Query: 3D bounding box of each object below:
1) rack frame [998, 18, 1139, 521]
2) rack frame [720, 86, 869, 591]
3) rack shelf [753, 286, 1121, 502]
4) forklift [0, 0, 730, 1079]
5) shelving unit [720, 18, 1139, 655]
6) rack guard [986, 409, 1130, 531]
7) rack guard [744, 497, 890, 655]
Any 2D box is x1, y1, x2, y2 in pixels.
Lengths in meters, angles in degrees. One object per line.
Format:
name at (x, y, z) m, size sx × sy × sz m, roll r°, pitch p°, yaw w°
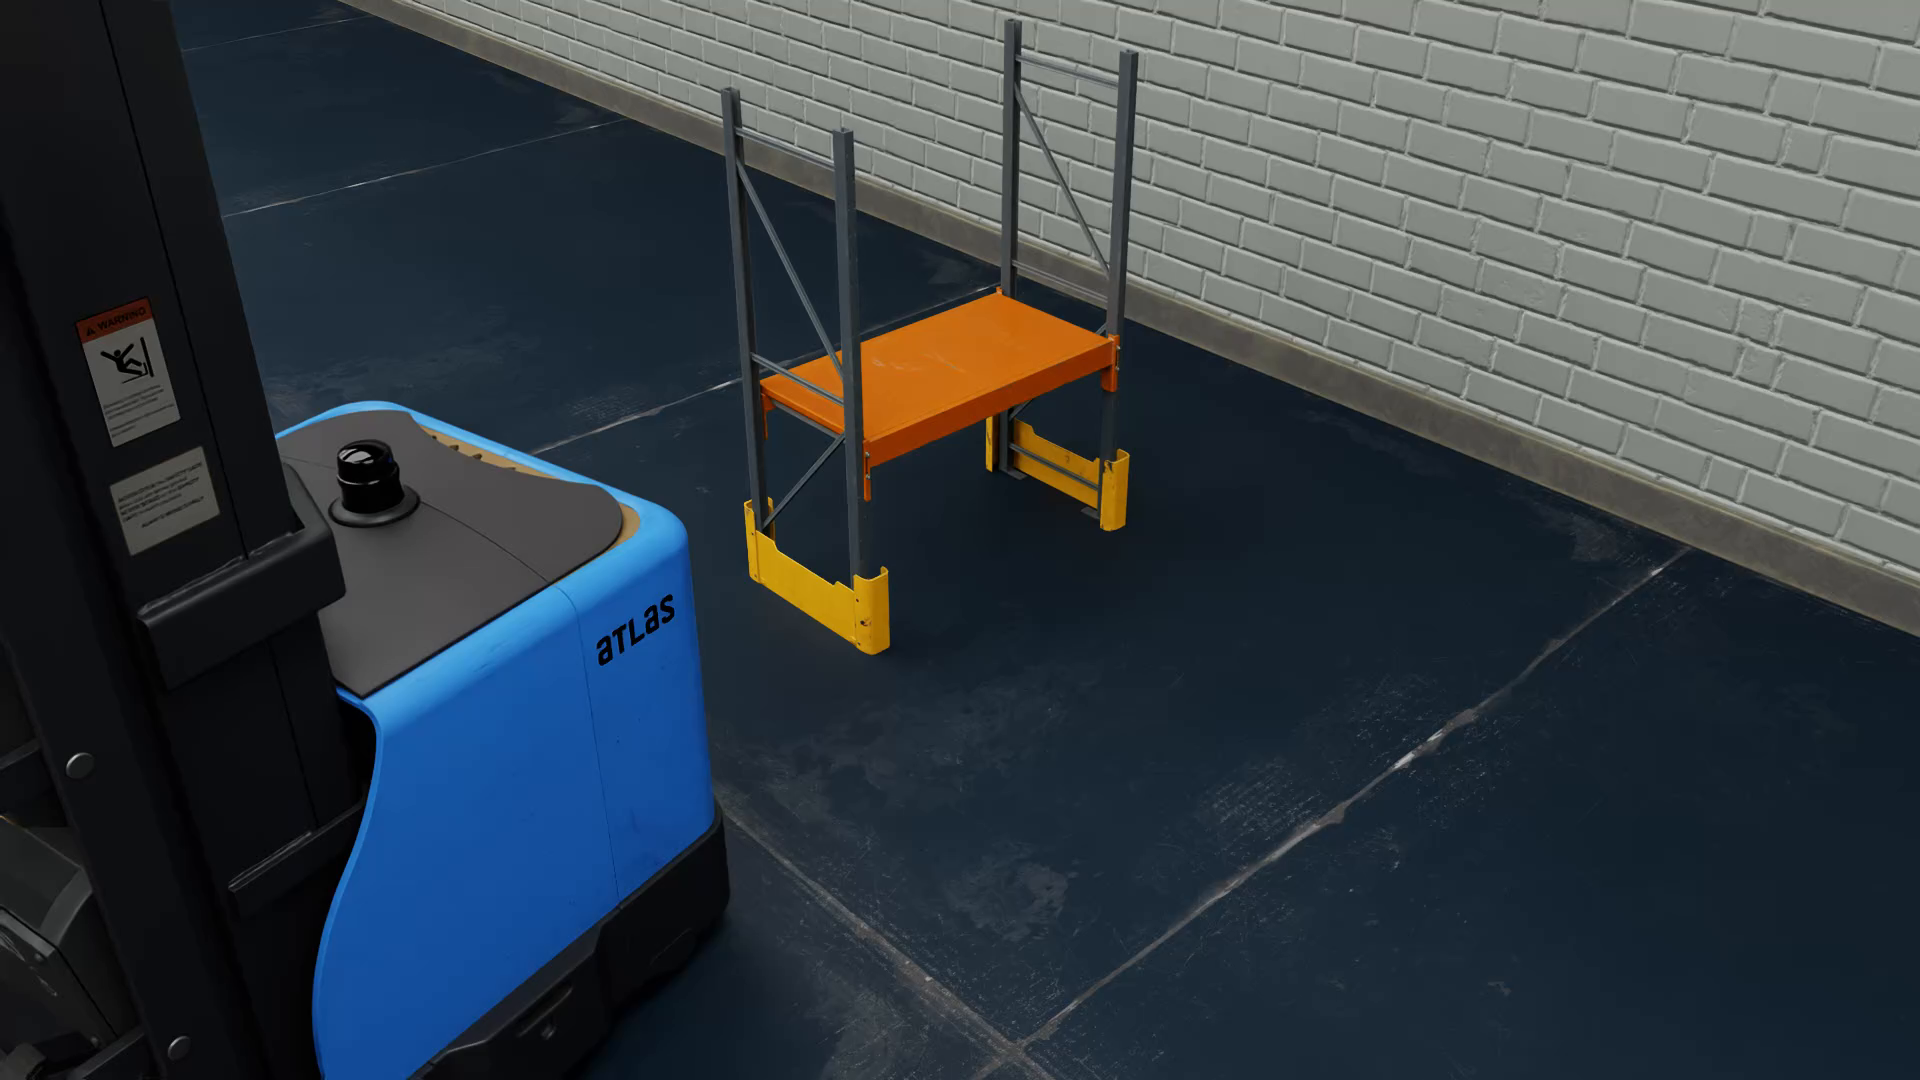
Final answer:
rack frame at (0.310, -0.790, 5.104) m, size 0.032 × 1.500 × 0.500 m, roll -26°, pitch 40°, yaw -35°
rack frame at (-0.435, -0.429, 4.514) m, size 0.032 × 1.500 × 0.500 m, roll -26°, pitch 40°, yaw -35°
rack shelf at (-0.063, -0.456, 4.903) m, size 1.000 × 0.185 × 0.538 m, roll -26°, pitch 40°, yaw -35°
forklift at (-1.771, 0.107, 2.266) m, size 1.130 × 2.935 × 3.031 m, roll 20°, pitch 37°, yaw 29°
shelving unit at (-0.056, -0.613, 4.815) m, size 1.083 × 1.500 × 0.587 m, roll -26°, pitch 40°, yaw -35°
rack guard at (0.309, -0.256, 5.429) m, size 0.087 × 0.250 × 0.587 m, roll -26°, pitch 40°, yaw -35°
rack guard at (-0.421, 0.097, 4.852) m, size 0.087 × 0.250 × 0.587 m, roll -26°, pitch 40°, yaw -35°
